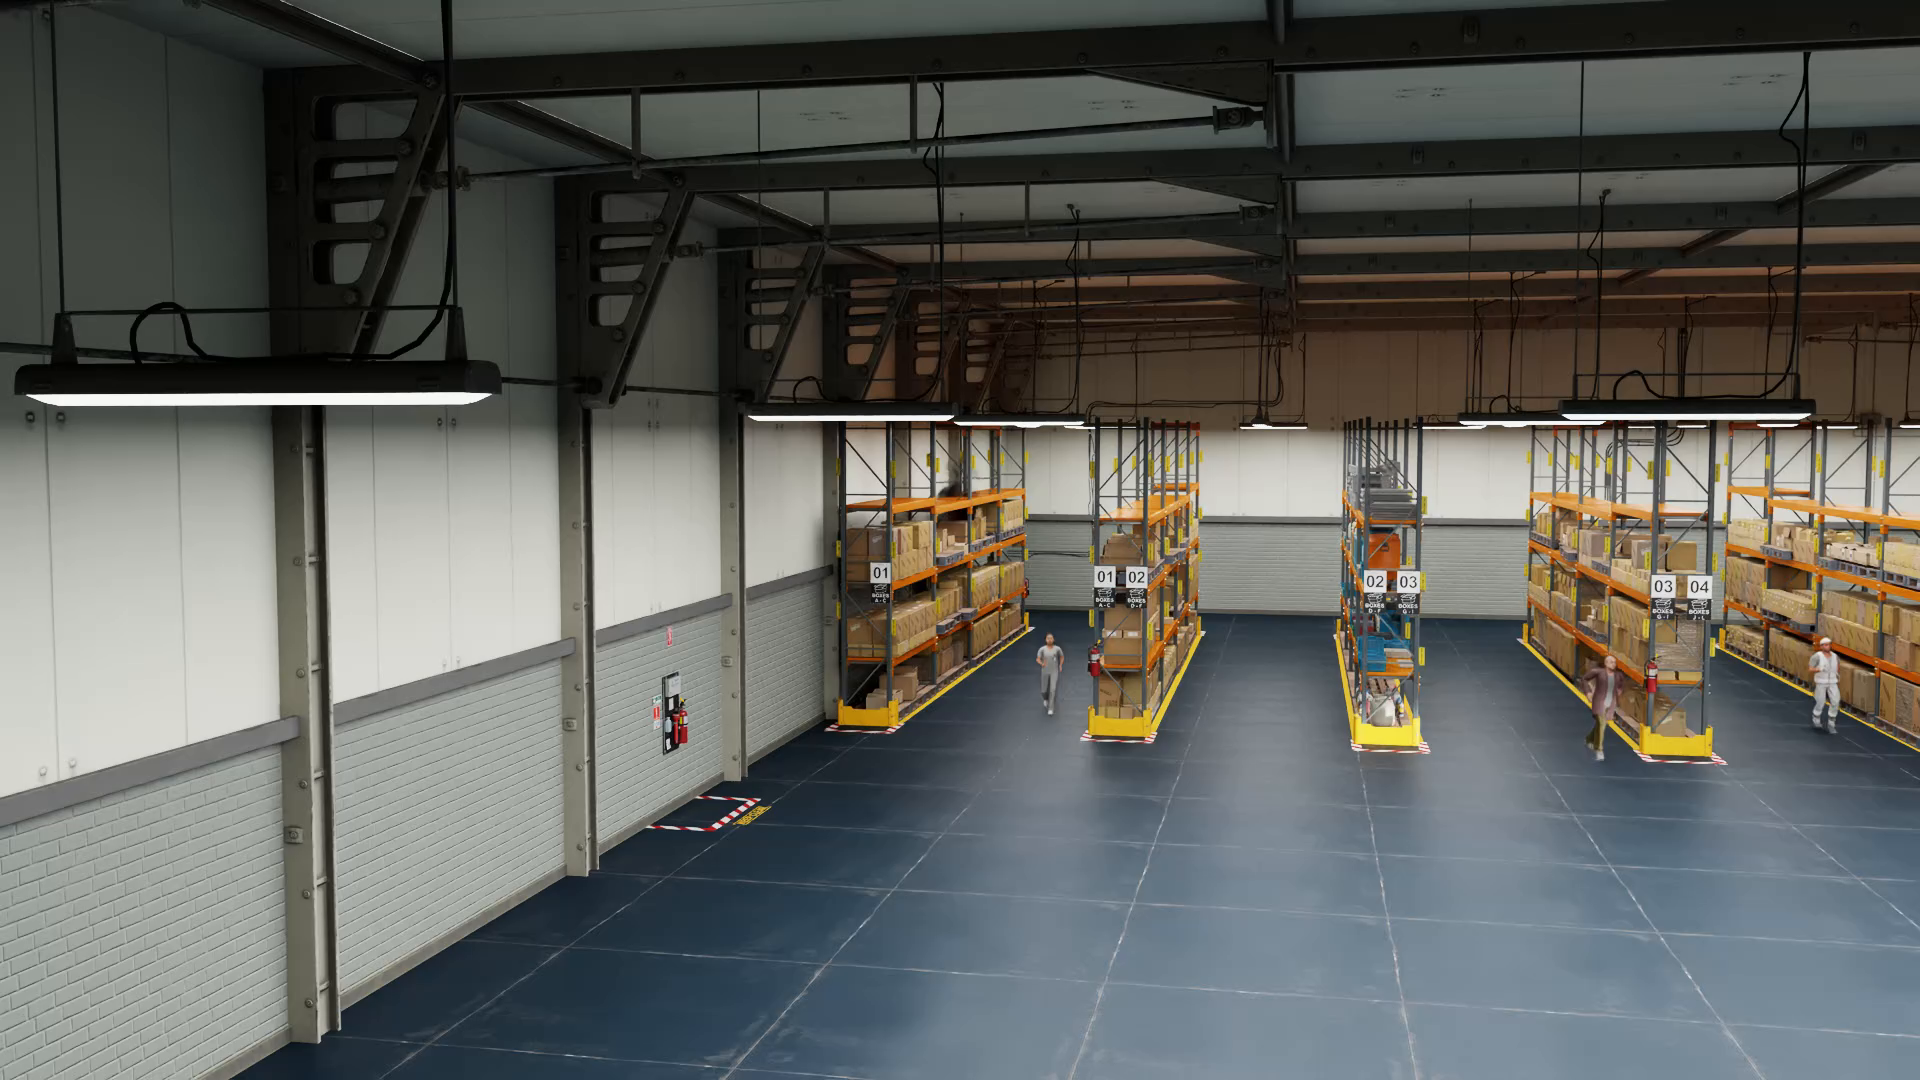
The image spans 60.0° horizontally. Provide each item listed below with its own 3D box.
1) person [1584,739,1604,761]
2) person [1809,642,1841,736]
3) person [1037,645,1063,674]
[{"bbox_3d":[11.224,3.696,29.440,0.300,0.286,0.950,-1,4,-8],"label":"person"},{"bbox_3d":[16.476,2.796,31.652,0.637,1.792,0.753,0,4,7],"label":"person"},{"bbox_3d":[1.836,2.427,33.834,0.540,0.562,0.326,0,4,3],"label":"person"}]
